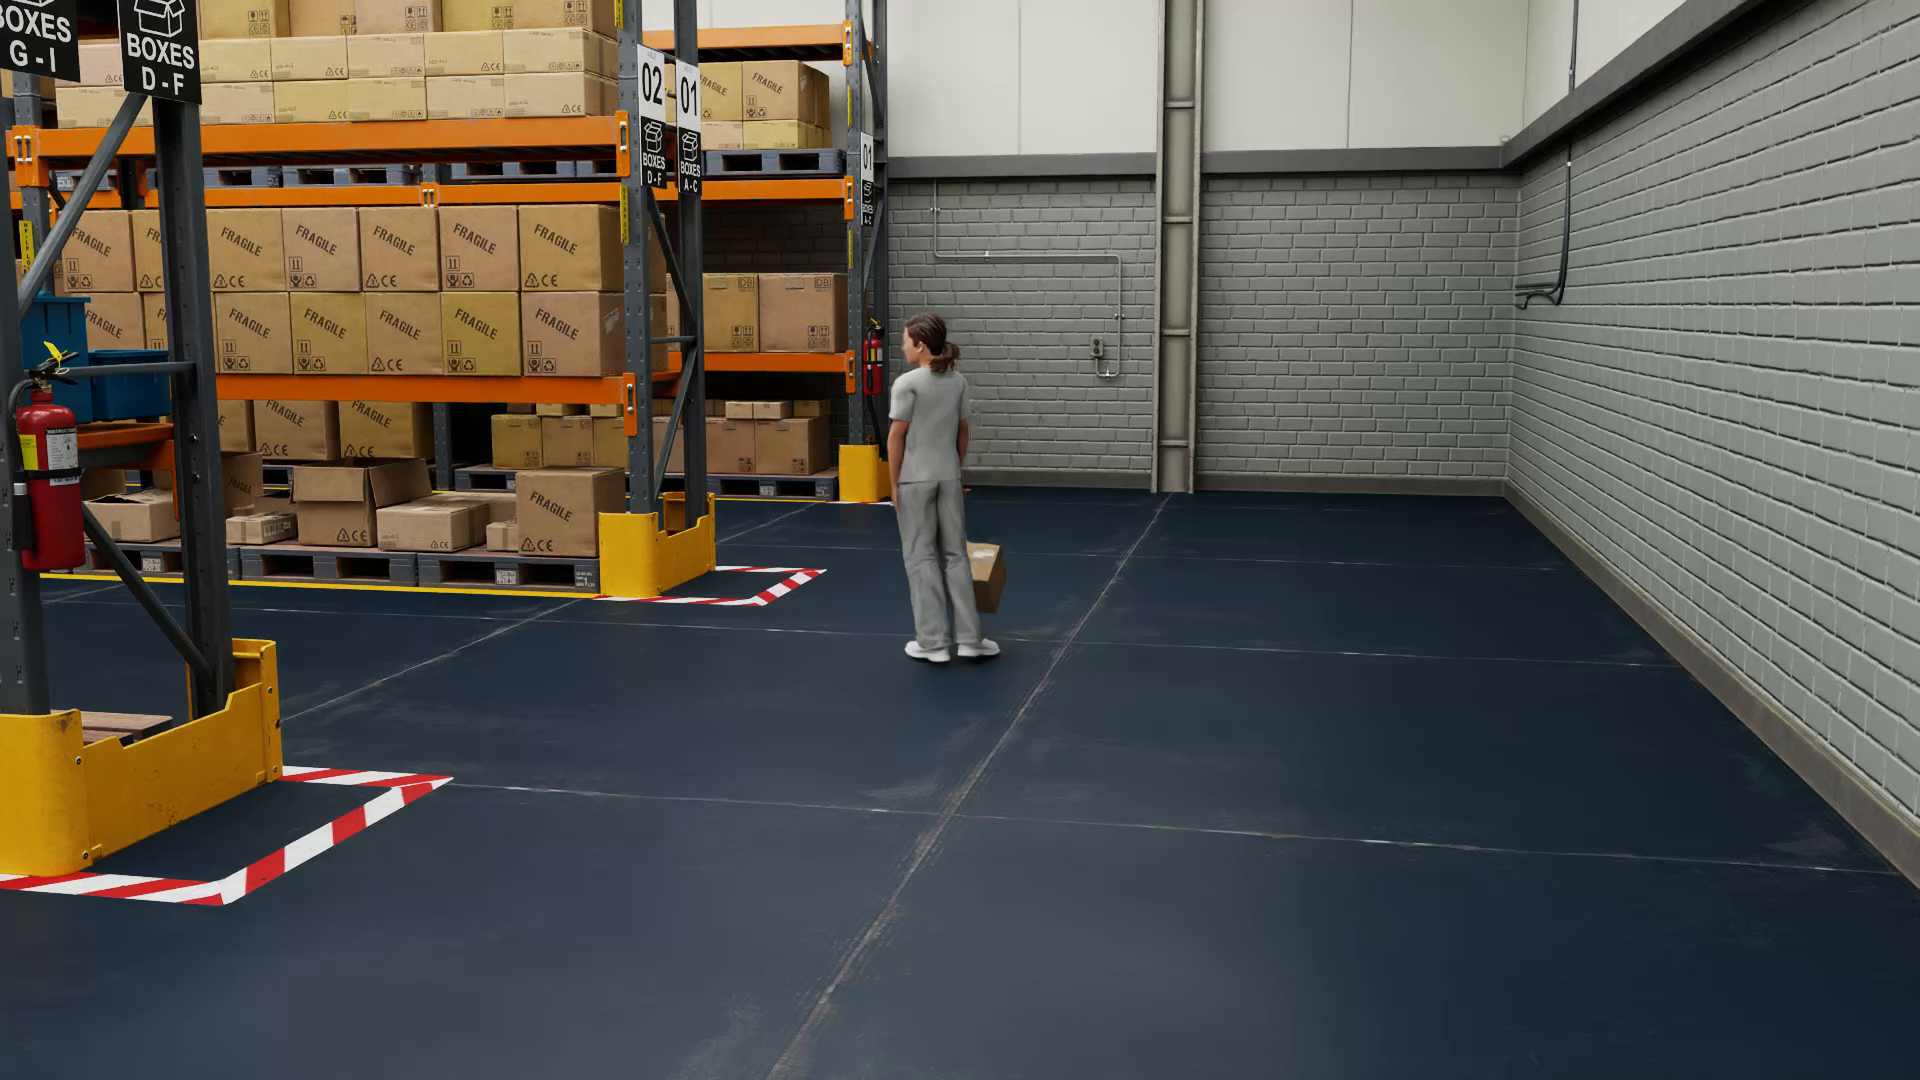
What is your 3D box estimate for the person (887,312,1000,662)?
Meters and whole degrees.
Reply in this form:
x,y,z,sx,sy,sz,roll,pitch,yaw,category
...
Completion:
x,y,z,sx,sy,sz,roll,pitch,yaw,category
-0.092,-0.125,8.033,0.602,1.417,0.391,-5,9,-32,person
